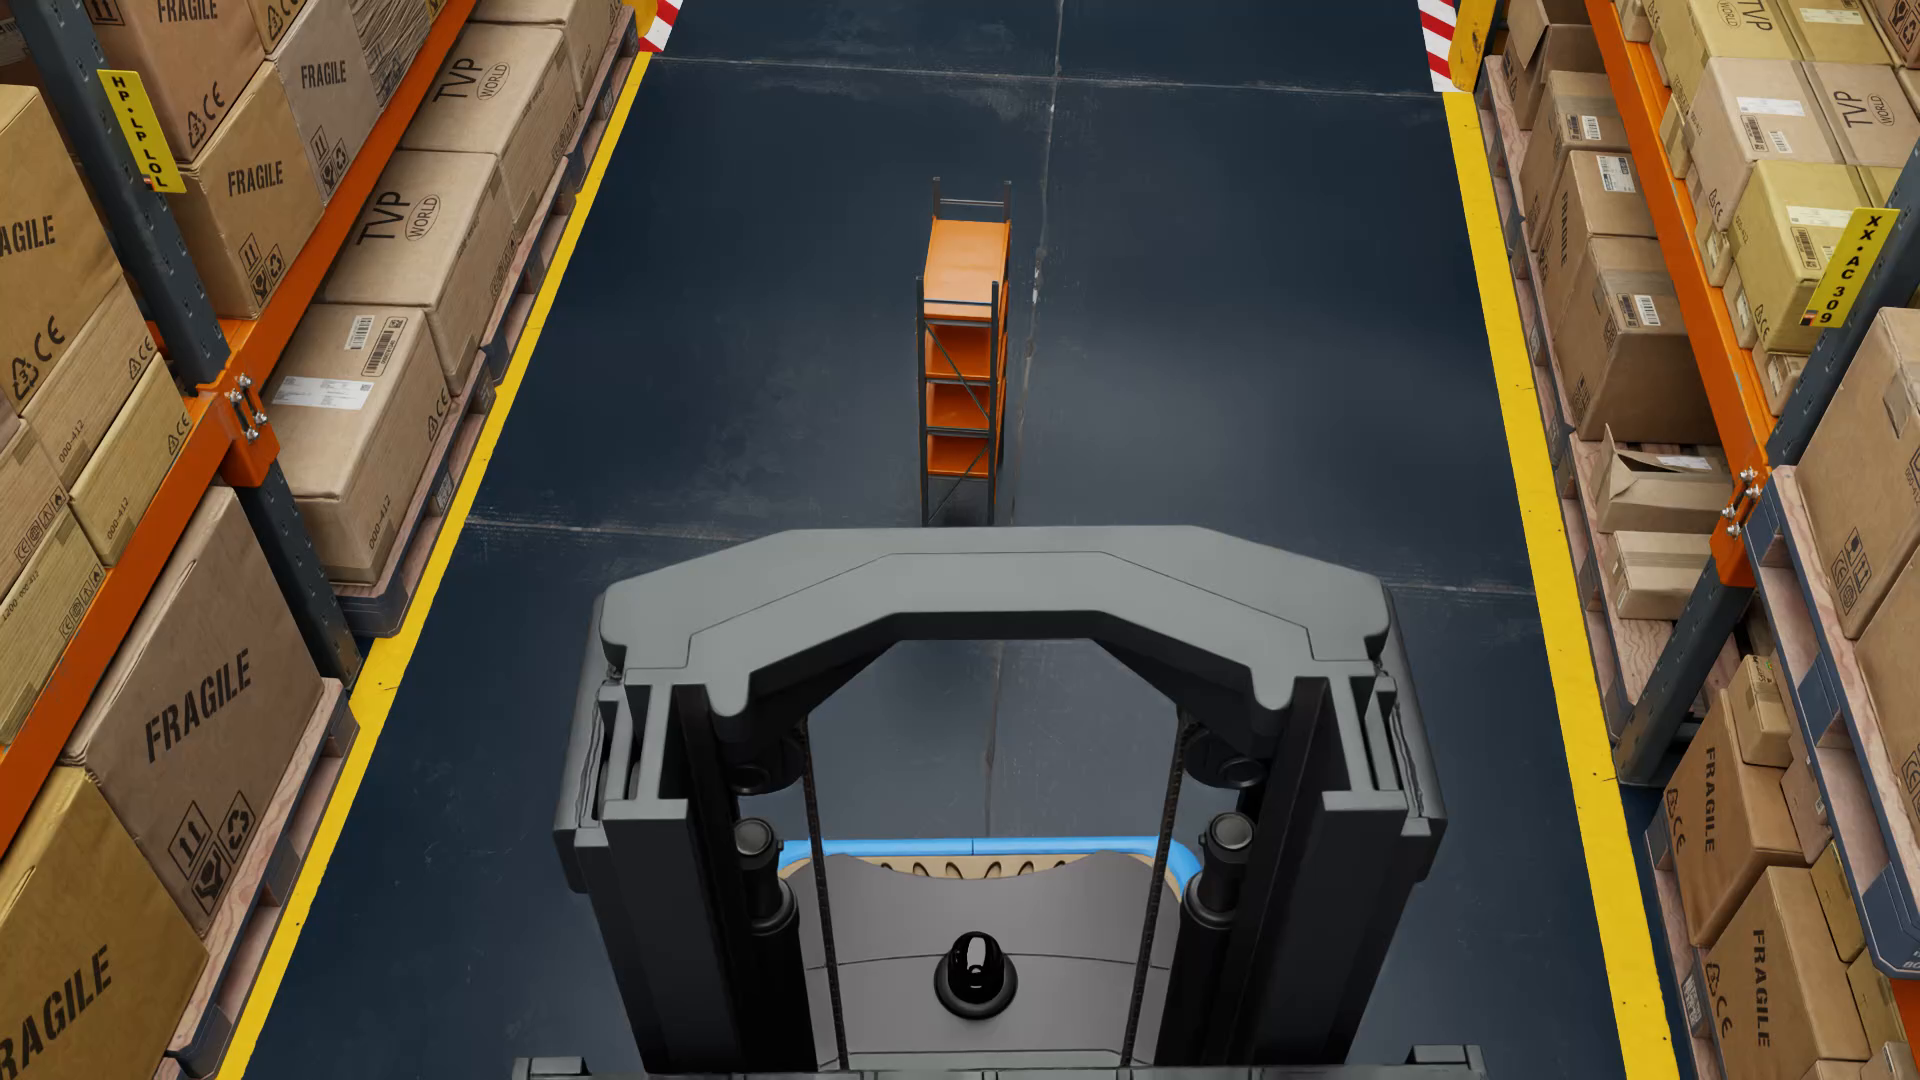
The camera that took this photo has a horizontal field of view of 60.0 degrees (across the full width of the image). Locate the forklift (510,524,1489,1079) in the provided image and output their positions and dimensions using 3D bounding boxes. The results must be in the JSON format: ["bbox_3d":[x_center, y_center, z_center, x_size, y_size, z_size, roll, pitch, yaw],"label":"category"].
[{"bbox_3d":[0.048,1.489,2.402,1.130,2.935,3.031,-1,48,-1],"label":"forklift"}]

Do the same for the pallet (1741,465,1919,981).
[{"bbox_3d":[2.327,0.369,3.510,1.003,0.211,1.213,4,48,4],"label":"pallet"}]

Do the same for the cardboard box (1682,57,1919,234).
[{"bbox_3d":[2.343,-1.085,4.610,0.500,0.250,0.500,4,48,4],"label":"cardboard box"}]

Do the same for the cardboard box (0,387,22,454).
[{"bbox_3d":[-2.265,-0.252,3.202,0.500,0.500,0.500,5,48,4],"label":"cardboard box"}]

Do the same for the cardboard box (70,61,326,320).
[{"bbox_3d":[-2.131,-0.968,4.535,0.500,0.500,0.500,5,48,5],"label":"cardboard box"}]

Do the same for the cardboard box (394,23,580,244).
[{"bbox_3d":[-2.106,-1.658,6.686,0.875,0.438,0.875,5,48,5],"label":"cardboard box"}]

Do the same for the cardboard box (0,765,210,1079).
[{"bbox_3d":[-2.486,1.094,3.872,0.875,0.875,0.875,5,48,5],"label":"cardboard box"}]

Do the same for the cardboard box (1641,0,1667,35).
[{"bbox_3d":[2.450,-1.829,5.290,0.500,0.250,0.500,3,48,3],"label":"cardboard box"}]

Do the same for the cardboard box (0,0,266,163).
[{"bbox_3d":[-2.150,-1.312,4.171,0.500,0.500,0.500,4,48,4],"label":"cardboard box"}]

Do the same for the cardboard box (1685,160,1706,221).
[{"bbox_3d":[2.339,-1.018,4.819,0.380,0.149,0.250,5,48,5],"label":"cardboard box"}]

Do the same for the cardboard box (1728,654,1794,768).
[{"bbox_3d":[2.211,0.453,4.273,0.380,0.149,0.250,6,48,5],"label":"cardboard box"}]

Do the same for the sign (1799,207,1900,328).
[{"bbox_3d":[1.968,-0.599,3.678,0.100,0.325,0.005,4,48,4],"label":"sign"}]

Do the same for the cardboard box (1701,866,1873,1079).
[{"bbox_3d":[2.202,1.159,4.067,0.500,0.500,0.500,3,48,3],"label":"cardboard box"}]

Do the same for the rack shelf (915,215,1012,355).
[{"bbox_3d":[0.015,-0.792,5.129,0.258,0.148,0.480,4,48,4],"label":"rack shelf"}]

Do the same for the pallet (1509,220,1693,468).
[{"bbox_3d":[2.681,-0.738,6.282,1.003,0.211,1.213,4,48,4],"label":"pallet"}]

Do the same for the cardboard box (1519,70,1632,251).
[{"bbox_3d":[2.607,-1.444,6.448,0.700,0.500,0.500,6,48,5],"label":"cardboard box"}]

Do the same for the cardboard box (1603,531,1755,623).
[{"bbox_3d":[2.267,0.116,5.259,0.380,0.149,0.250,3,48,2],"label":"cardboard box"}]

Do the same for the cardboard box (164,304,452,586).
[{"bbox_3d":[-2.270,-0.338,5.478,0.875,0.438,0.875,3,48,3],"label":"cardboard box"}]

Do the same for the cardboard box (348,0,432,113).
[{"bbox_3d":[-2.029,-1.702,5.206,0.500,0.500,0.500,4,48,4],"label":"cardboard box"}]

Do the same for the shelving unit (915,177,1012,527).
[{"bbox_3d":[0.015,-0.527,5.419,0.258,1.200,0.503,4,48,4],"label":"shelving unit"}]

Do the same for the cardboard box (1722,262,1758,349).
[{"bbox_3d":[2.289,-0.635,4.468,0.380,0.149,0.250,5,48,5],"label":"cardboard box"}]

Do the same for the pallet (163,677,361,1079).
[{"bbox_3d":[-2.430,0.906,4.778,1.003,0.211,1.213,4,48,4],"label":"pallet"}]

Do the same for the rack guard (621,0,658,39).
[{"bbox_3d":[-2.068,-2.720,7.899,1.175,0.500,0.348,4,48,4],"label":"rack guard"}]

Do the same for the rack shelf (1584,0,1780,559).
[{"bbox_3d":[2.691,-1.503,5.579,1.077,0.370,4.000,4,48,4],"label":"rack shelf"}]

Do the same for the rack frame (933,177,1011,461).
[{"bbox_3d":[0.037,-0.706,5.583,0.240,1.200,0.015,4,48,4],"label":"rack frame"}]

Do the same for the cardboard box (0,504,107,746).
[{"bbox_3d":[-2.272,0.165,3.668,0.500,0.250,0.500,3,48,3],"label":"cardboard box"}]

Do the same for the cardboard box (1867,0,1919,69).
[{"bbox_3d":[2.910,-1.655,4.623,0.500,0.500,0.500,3,48,2],"label":"cardboard box"}]

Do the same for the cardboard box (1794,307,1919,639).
[{"bbox_3d":[2.242,-0.111,3.466,0.700,0.500,0.500,5,48,5],"label":"cardboard box"}]

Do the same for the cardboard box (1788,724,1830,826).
[{"bbox_3d":[2.235,0.547,3.985,0.380,0.149,0.250,2,48,2],"label":"cardboard box"}]

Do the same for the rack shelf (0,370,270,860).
[{"bbox_3d":[-2.617,1.106,3.193,1.077,0.370,4.000,4,48,4],"label":"rack shelf"}]

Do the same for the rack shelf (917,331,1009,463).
[{"bbox_3d":[0.015,-0.481,5.468,0.258,0.148,0.480,4,48,4],"label":"rack shelf"}]

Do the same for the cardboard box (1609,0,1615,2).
[{"bbox_3d":[2.403,-1.964,5.684,0.380,0.149,0.250,3,48,2],"label":"cardboard box"}]

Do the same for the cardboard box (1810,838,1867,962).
[{"bbox_3d":[2.251,0.851,3.909,0.380,0.149,0.250,2,48,2],"label":"cardboard box"}]

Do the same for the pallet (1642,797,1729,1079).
[{"bbox_3d":[2.472,1.266,4.449,1.003,0.211,1.213,4,48,4],"label":"pallet"}]

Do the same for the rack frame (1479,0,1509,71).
[{"bbox_3d":[2.873,-3.215,6.658,1.000,3.000,0.127,4,48,4],"label":"rack frame"}]

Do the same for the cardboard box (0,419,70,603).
[{"bbox_3d":[-2.271,-0.017,3.495,0.500,0.250,0.500,5,48,4],"label":"cardboard box"}]

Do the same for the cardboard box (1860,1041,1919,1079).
[{"bbox_3d":[2.180,1.235,3.558,0.380,0.149,0.250,4,48,3],"label":"cardboard box"}]

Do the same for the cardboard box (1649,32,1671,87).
[{"bbox_3d":[2.445,-1.575,5.328,0.380,0.149,0.250,4,48,3],"label":"cardboard box"}]

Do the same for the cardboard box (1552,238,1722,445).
[{"bbox_3d":[2.512,-0.682,5.750,0.700,0.500,0.500,2,48,2],"label":"cardboard box"}]

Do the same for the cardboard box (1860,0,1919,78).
[{"bbox_3d":[2.911,-1.419,4.915,0.500,0.250,0.500,5,48,4],"label":"cardboard box"}]

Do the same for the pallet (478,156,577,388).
[{"bbox_3d":[-2.179,-1.118,6.630,1.003,0.211,1.213,4,48,4],"label":"pallet"}]
